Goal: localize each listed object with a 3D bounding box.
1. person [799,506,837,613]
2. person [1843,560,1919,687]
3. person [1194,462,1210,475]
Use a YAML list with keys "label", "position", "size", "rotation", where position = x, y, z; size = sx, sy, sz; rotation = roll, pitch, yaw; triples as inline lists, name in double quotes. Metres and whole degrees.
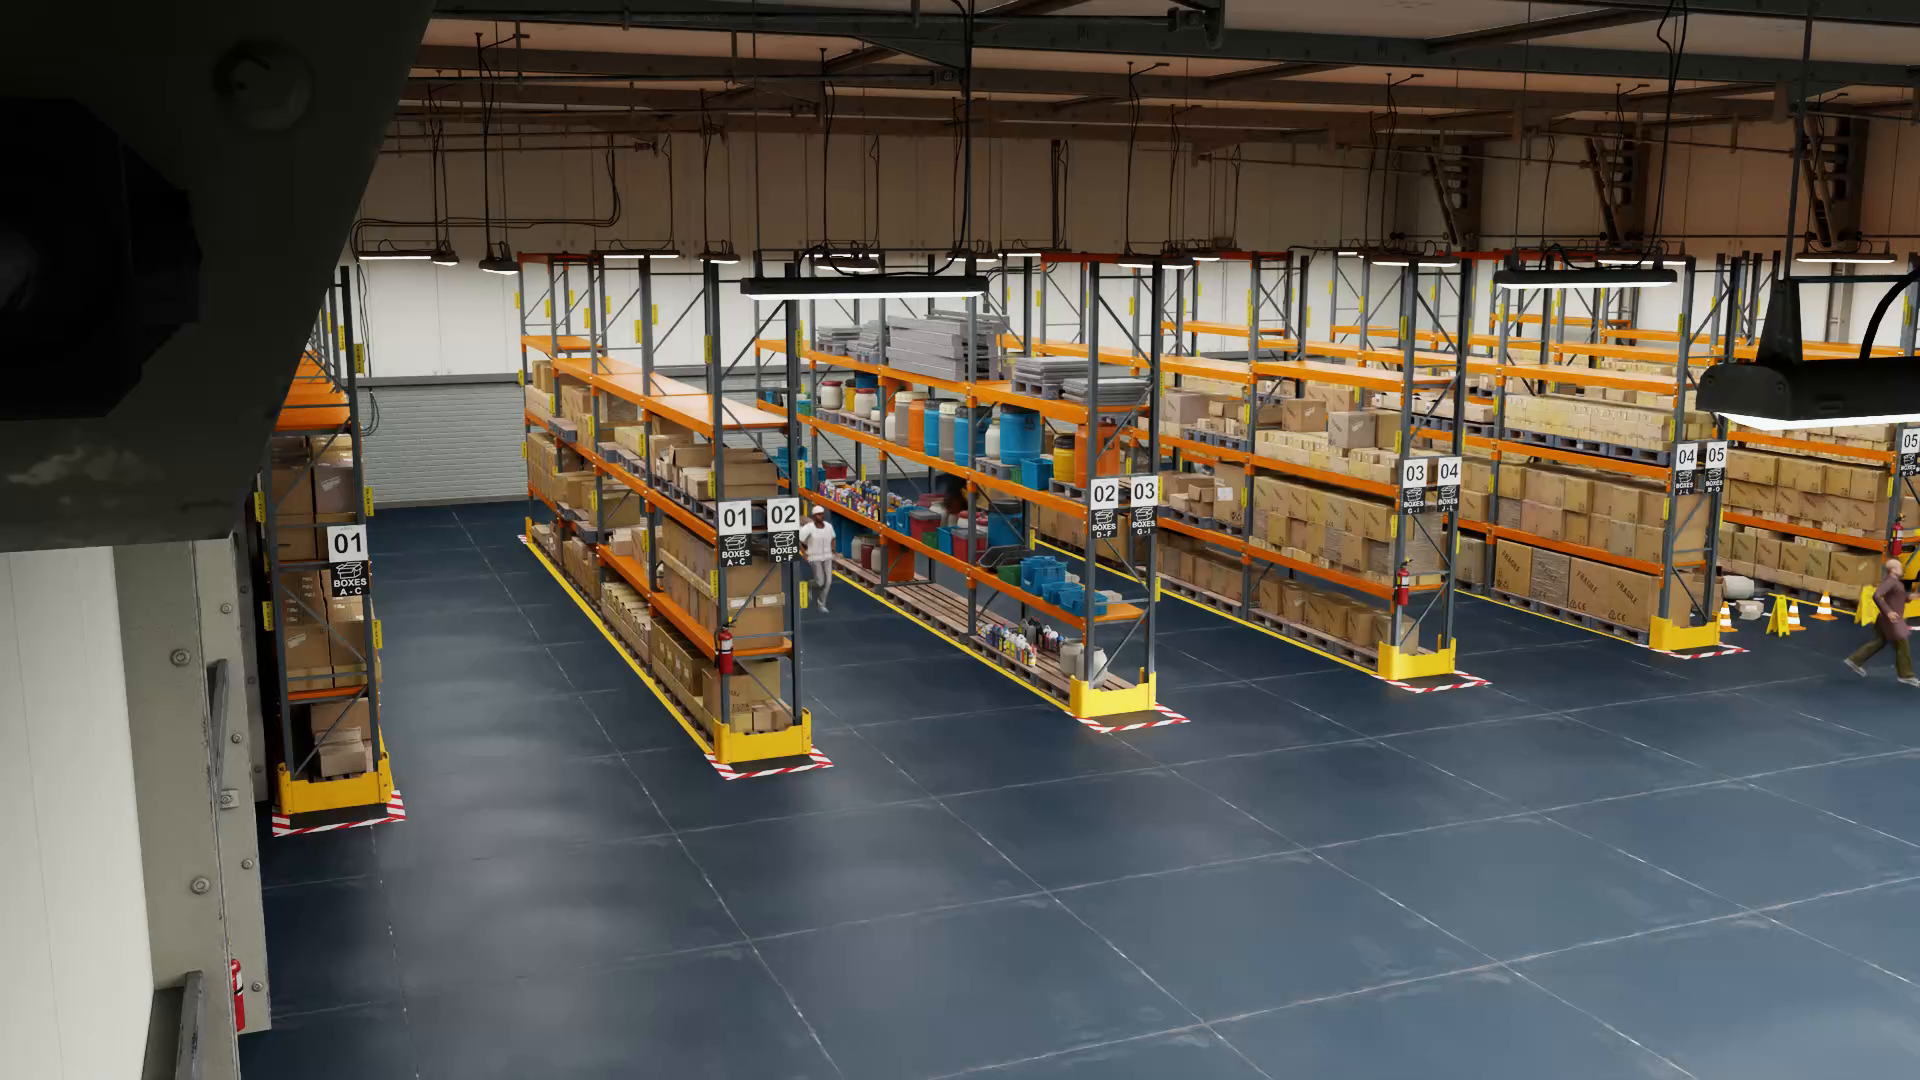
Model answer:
- label: "person"
  position: [-2.303, 0.298, 27.045]
  size: [0.702, 1.736, 0.592]
  rotation: [-6, 12, -31]
- label: "person"
  position: [13.213, 1.154, 23.635]
  size: [1.050, 1.777, 0.696]
  rotation: [4, 11, 20]
- label: "person"
  position: [6.134, -2.181, 42.138]
  size: [0.647, 1.754, 0.650]
  rotation: [-4, 11, -22]
